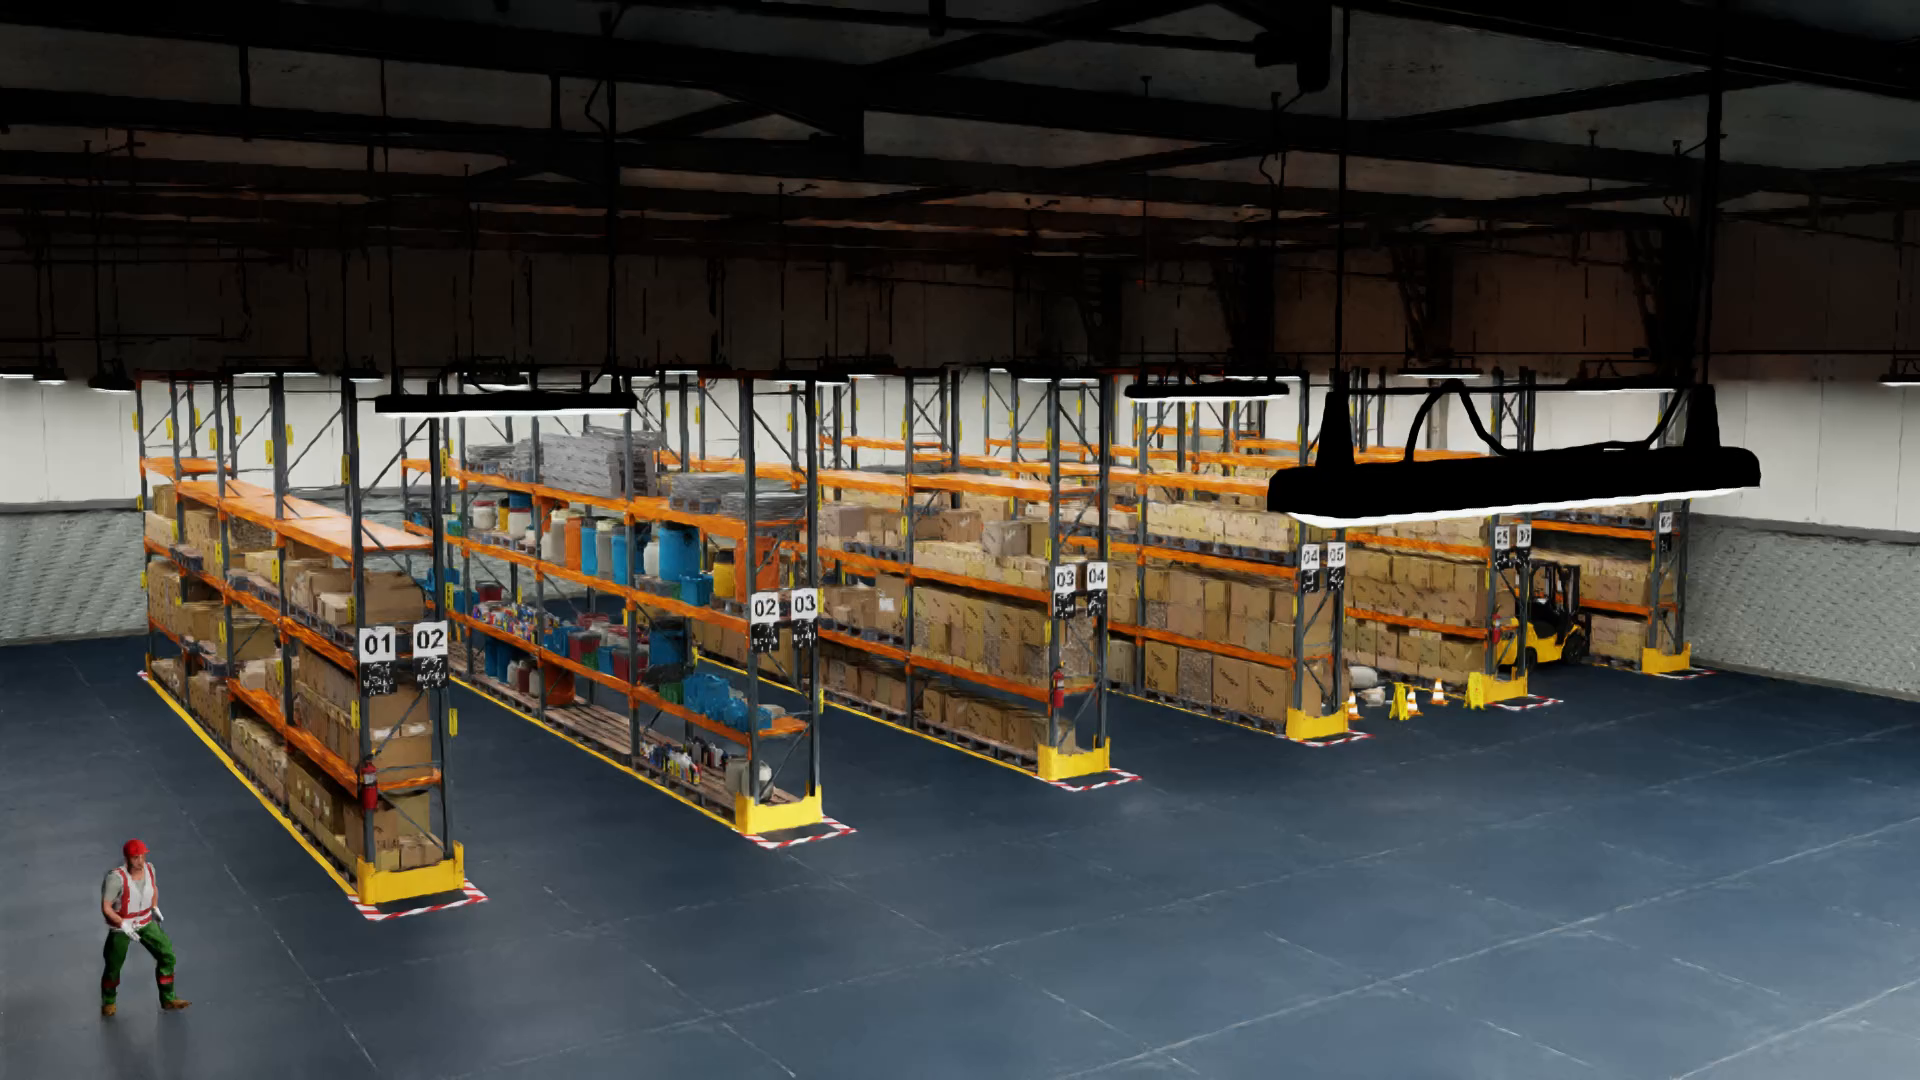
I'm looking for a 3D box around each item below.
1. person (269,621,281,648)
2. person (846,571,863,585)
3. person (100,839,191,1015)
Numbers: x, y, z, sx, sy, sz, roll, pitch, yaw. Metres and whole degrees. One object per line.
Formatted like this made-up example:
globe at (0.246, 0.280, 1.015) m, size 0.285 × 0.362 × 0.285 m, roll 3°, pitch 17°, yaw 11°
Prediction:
person at (-13.229, 1.852, 32.080) m, size 0.598 × 1.698 × 1.193 m, roll -4°, pitch 8°, yaw -32°
person at (-2.896, 0.411, 44.719) m, size 0.599 × 1.772 × 0.580 m, roll 0°, pitch 6°, yaw 2°
person at (-7.887, 3.679, 15.879) m, size 0.774 × 1.727 × 0.675 m, roll 5°, pitch 8°, yaw 35°
